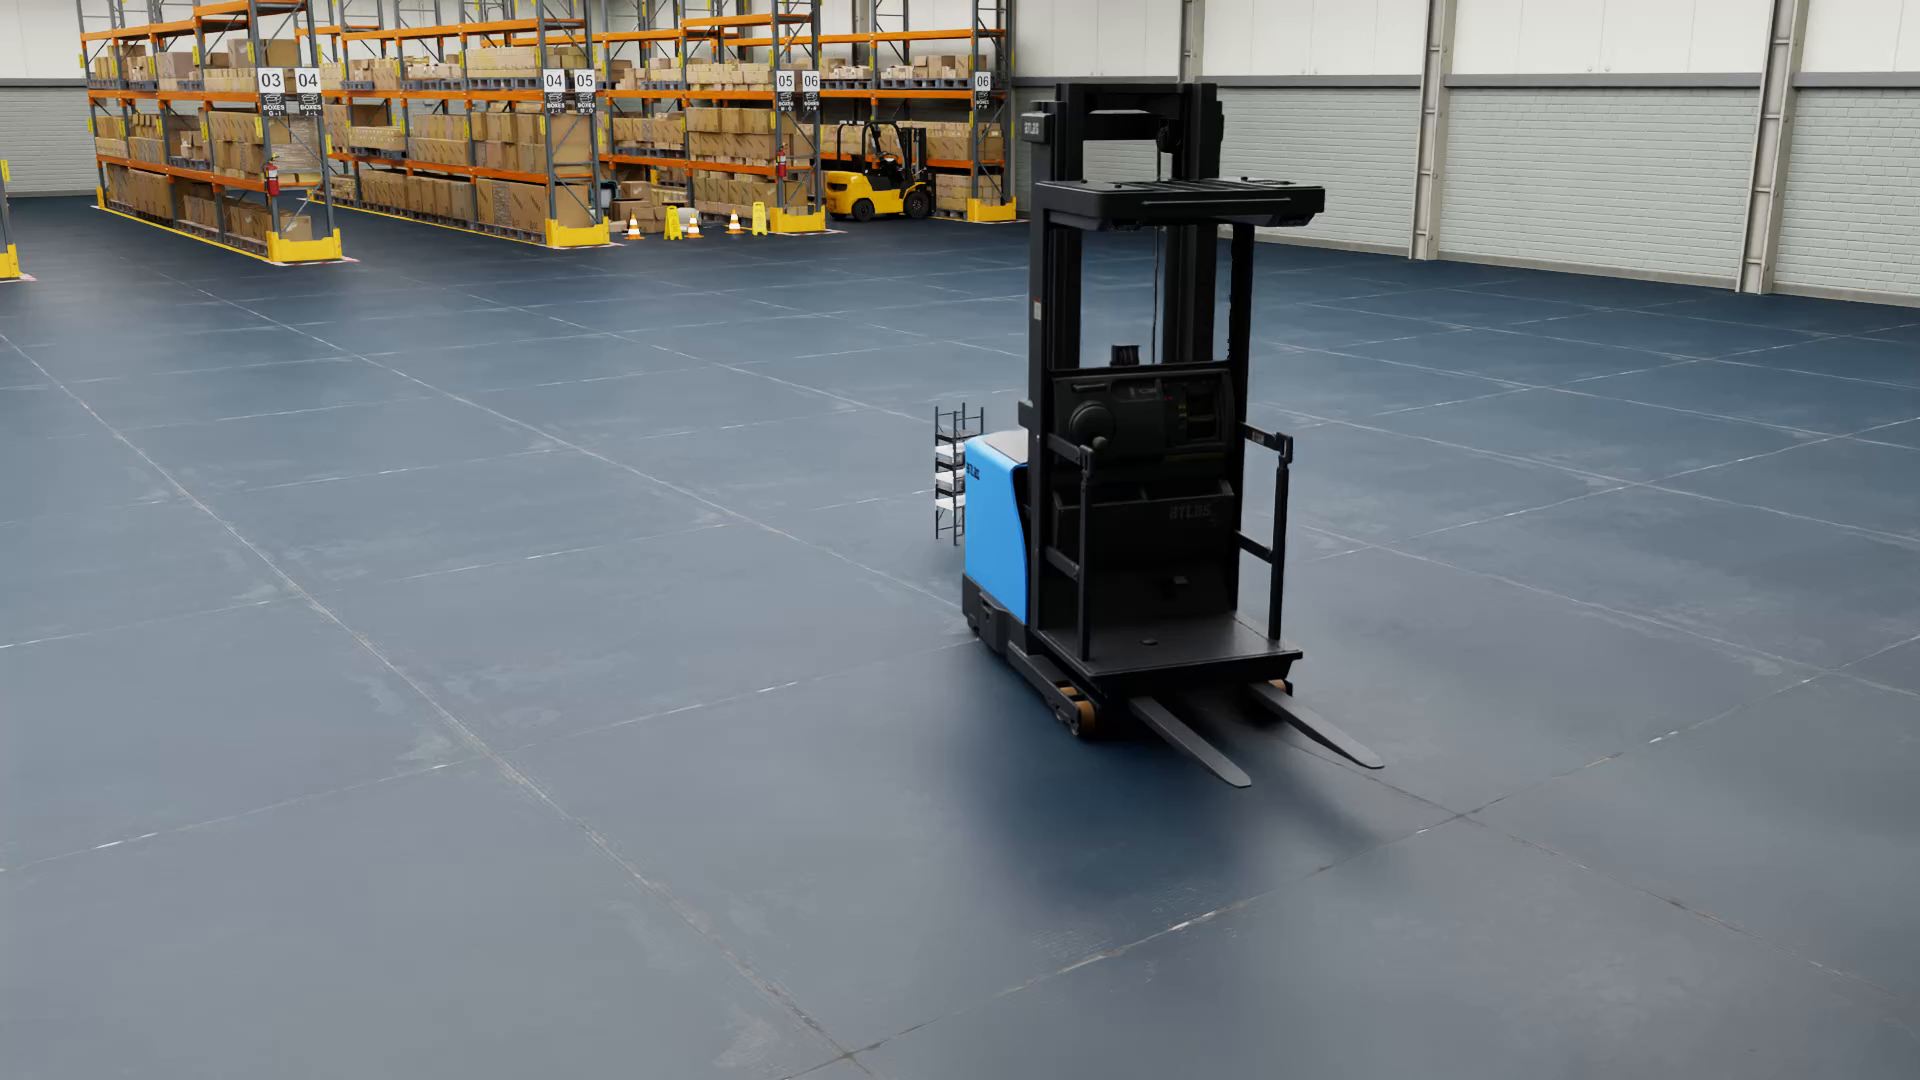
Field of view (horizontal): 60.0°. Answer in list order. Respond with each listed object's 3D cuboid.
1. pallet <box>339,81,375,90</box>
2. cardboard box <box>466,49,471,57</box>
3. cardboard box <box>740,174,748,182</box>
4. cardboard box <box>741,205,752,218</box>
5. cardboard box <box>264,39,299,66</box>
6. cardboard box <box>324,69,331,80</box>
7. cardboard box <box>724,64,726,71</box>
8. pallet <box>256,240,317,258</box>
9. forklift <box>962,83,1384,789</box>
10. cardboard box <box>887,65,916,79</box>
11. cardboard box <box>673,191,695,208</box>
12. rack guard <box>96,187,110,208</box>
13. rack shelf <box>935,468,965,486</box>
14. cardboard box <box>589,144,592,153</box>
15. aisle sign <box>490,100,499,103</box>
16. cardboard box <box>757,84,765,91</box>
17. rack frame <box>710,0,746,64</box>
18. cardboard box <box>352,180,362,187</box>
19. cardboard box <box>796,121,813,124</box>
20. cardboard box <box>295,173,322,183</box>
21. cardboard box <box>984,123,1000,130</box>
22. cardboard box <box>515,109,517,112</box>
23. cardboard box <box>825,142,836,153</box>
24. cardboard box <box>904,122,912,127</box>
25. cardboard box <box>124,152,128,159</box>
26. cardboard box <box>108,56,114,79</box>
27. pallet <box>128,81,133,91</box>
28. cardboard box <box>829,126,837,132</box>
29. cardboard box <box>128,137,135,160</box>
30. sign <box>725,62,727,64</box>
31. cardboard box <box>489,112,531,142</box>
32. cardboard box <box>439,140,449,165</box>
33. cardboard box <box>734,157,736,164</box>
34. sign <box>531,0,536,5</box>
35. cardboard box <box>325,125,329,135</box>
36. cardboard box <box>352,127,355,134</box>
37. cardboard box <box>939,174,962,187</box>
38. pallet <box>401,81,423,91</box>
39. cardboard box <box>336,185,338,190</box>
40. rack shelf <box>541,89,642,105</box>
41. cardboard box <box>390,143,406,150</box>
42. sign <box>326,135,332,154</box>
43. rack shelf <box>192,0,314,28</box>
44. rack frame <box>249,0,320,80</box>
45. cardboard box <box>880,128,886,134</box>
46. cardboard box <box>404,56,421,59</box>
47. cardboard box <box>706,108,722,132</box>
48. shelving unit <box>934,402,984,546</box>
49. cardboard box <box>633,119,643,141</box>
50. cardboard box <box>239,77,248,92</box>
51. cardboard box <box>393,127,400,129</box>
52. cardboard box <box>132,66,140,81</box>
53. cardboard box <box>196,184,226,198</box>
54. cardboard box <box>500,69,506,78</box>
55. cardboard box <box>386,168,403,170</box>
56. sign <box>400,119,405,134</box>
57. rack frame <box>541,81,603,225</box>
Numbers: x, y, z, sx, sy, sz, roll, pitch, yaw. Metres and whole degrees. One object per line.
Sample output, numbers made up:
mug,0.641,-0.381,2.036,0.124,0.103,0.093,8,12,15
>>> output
pallet,-14.038,-10.832,39.644,1.213,0.211,1.003,-11,19,-35
cardboard box,-9.672,-9.746,33.303,0.380,0.149,0.250,-11,19,-34
cardboard box,-4.412,-7.655,35.128,0.380,0.149,0.250,-10,18,-34
cardboard box,-4.305,-6.971,35.276,0.500,0.250,0.500,-11,19,-34
cardboard box,-11.985,-8.552,29.258,0.500,0.500,0.500,-11,19,-35
cardboard box,-15.398,-11.522,41.148,0.500,0.250,0.500,-10,18,-32
cardboard box,-4.764,-9.979,35.137,0.380,0.149,0.250,-10,18,-33
pallet,-11.824,-5.164,29.543,1.003,0.211,1.213,-11,19,-35
forklift,0.956,-0.620,7.788,1.130,2.935,3.031,-5,16,-18
cardboard box,-1.361,-10.916,38.780,0.500,0.311,0.500,-10,18,-33
cardboard box,-5.977,-7.753,37.901,0.950,0.372,0.625,-11,19,-34
rack guard,-20.752,-8.529,41.293,1.175,0.500,0.348,-11,19,-35
rack shelf,-0.005,-0.404,10.972,0.258,0.077,0.200,-11,19,-35
cardboard box,-8.839,-9.662,40.980,0.500,0.250,0.500,-10,18,-34
aisle sign,-12.999,-12.492,46.113,0.394,0.787,0.004,-11,19,-35
cardboard box,-3.923,-9.258,34.014,0.380,0.149,0.250,-11,19,-34
rack frame,-6.357,-14.079,45.469,1.000,3.000,0.127,-11,19,-35
cardboard box,-14.734,-8.774,40.930,0.380,0.149,0.250,-10,18,-33
cardboard box,-4.182,-10.716,43.562,0.500,0.500,0.500,-10,18,-32
cardboard box,-11.305,-6.290,28.852,0.380,0.149,0.250,-11,19,-35
cardboard box,0.674,-9.232,37.144,0.380,0.149,0.250,-11,19,-36
cardboard box,-11.758,-11.328,44.698,0.500,0.500,0.500,-11,19,-34
cardboard box,-3.038,-9.798,41.477,0.500,0.250,0.500,-10,18,-33
cardboard box,-1.079,-9.650,38.672,0.380,0.149,0.250,-11,19,-35
cardboard box,-18.830,-8.769,37.909,0.380,0.149,0.250,-11,19,-34
cardboard box,-19.207,-10.895,38.344,0.700,0.500,0.500,-10,18,-32
pallet,-17.807,-10.042,36.765,0.805,0.209,1.217,-12,19,-37
cardboard box,-3.028,-10.189,41.205,0.380,0.149,0.250,-11,19,-36
cardboard box,-18.318,-8.787,37.310,0.500,0.500,0.500,-11,19,-34
sign,-5.232,-10.488,37.052,0.100,0.325,0.005,-11,19,-35
cardboard box,-8.798,-8.189,32.984,0.875,0.550,0.550,-11,19,-35
cardboard box,-10.728,-8.250,35.347,0.500,0.500,0.500,-11,19,-34
cardboard box,-4.590,-8.107,35.489,0.380,0.149,0.250,-11,19,-35
sign,-10.833,-13.754,42.212,0.100,0.325,0.005,-11,19,-35
cardboard box,-15.708,-10.206,41.932,0.500,0.500,0.500,-11,19,-36
cardboard box,-14.286,-9.778,39.674,0.380,0.149,0.250,-10,18,-33
cardboard box,-0.130,-8.140,37.652,0.500,0.250,0.500,-10,18,-34
pallet,-11.541,-9.996,36.593,1.213,0.211,1.003,-10,18,-32
cardboard box,-15.596,-8.968,42.200,0.380,0.149,0.250,-10,18,-32
rack shelf,-9.194,-11.087,41.582,1.077,0.370,4.000,-11,19,-35
cardboard box,-12.625,-8.885,37.539,0.380,0.149,0.250,-10,18,-34
sign,-10.892,-6.815,28.655,0.100,0.325,0.005,-11,19,-35
rack shelf,-12.506,-9.286,29.325,1.077,0.370,4.000,-11,19,-35
rack frame,-11.330,-9.207,27.669,1.000,3.000,0.127,-11,19,-35
cardboard box,-1.679,-9.729,39.523,0.380,0.149,0.250,-11,19,-35
cardboard box,-12.463,-10.922,37.977,0.396,0.266,0.258,-11,19,-35
cardboard box,-5.027,-9.028,35.733,0.700,0.500,0.500,-11,19,-36
shelving unit,-0.005,-0.436,10.964,0.258,0.900,0.210,-11,19,-35
cardboard box,-7.311,-9.600,38.920,0.500,0.500,0.500,-10,18,-34
cardboard box,-12.115,-7.858,28.705,0.500,0.250,0.500,-11,19,-34
cardboard box,-13.155,-9.659,39.237,0.380,0.149,0.250,-12,19,-37
cardboard box,-17.814,-10.234,36.477,0.500,0.311,0.500,-12,19,-36
cardboard box,-15.296,-7.140,33.962,0.500,0.250,0.500,-8,17,-28
cardboard box,-8.625,-8.982,32.021,0.380,0.149,0.250,-11,19,-34
cardboard box,-13.672,-8.863,40.295,0.500,0.250,0.500,-11,19,-36
sign,-12.396,-9.204,36.979,0.100,0.325,0.005,-11,19,-35
rack frame,-7.259,-7.062,31.195,1.000,3.000,0.127,-11,19,-35
